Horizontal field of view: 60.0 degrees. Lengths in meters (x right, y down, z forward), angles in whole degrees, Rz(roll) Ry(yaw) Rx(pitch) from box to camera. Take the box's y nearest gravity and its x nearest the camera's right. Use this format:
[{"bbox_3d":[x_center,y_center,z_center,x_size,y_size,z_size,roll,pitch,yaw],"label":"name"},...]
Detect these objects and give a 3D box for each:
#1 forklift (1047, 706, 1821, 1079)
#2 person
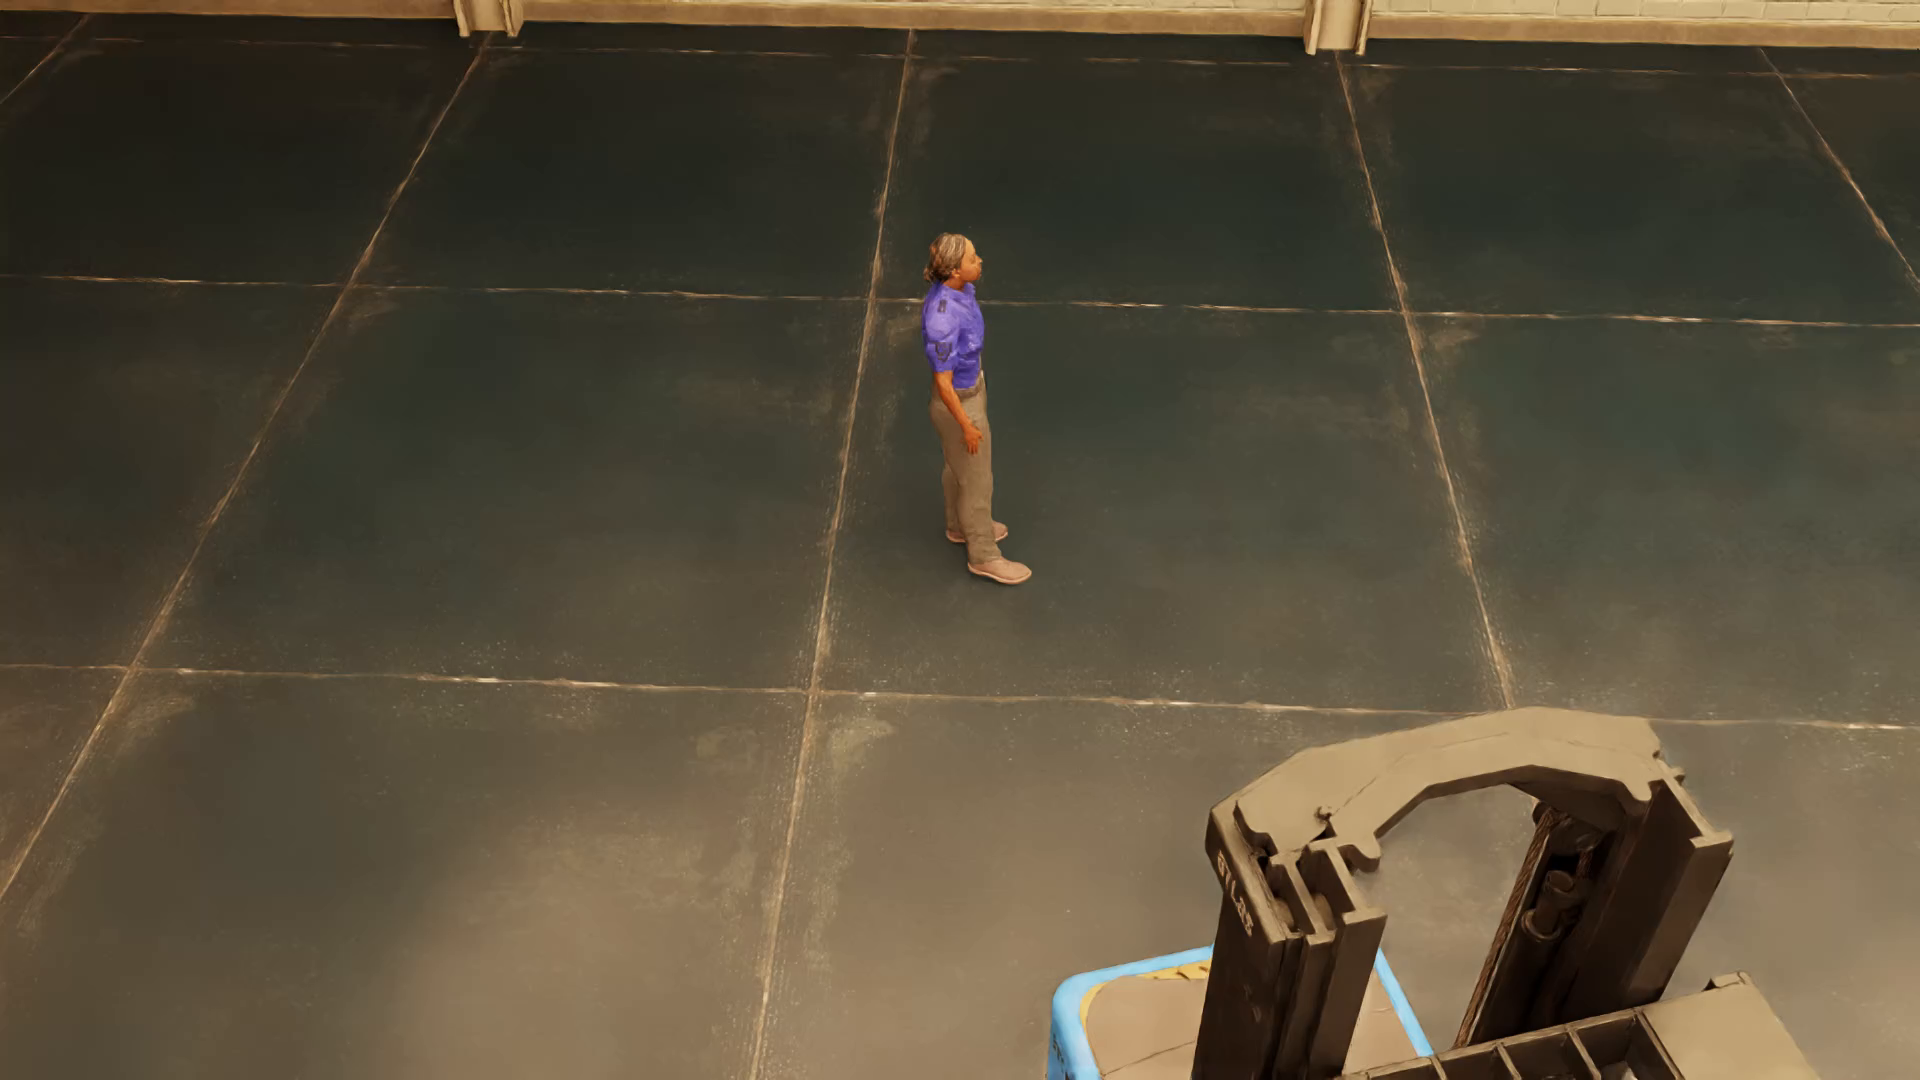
[{"bbox_3d":[1.105,1.896,3.665,1.130,2.935,3.031,-9,43,-10],"label":"forklift"},{"bbox_3d":[0.087,-0.600,7.336,0.503,1.654,0.570,2,42,2],"label":"person"}]
